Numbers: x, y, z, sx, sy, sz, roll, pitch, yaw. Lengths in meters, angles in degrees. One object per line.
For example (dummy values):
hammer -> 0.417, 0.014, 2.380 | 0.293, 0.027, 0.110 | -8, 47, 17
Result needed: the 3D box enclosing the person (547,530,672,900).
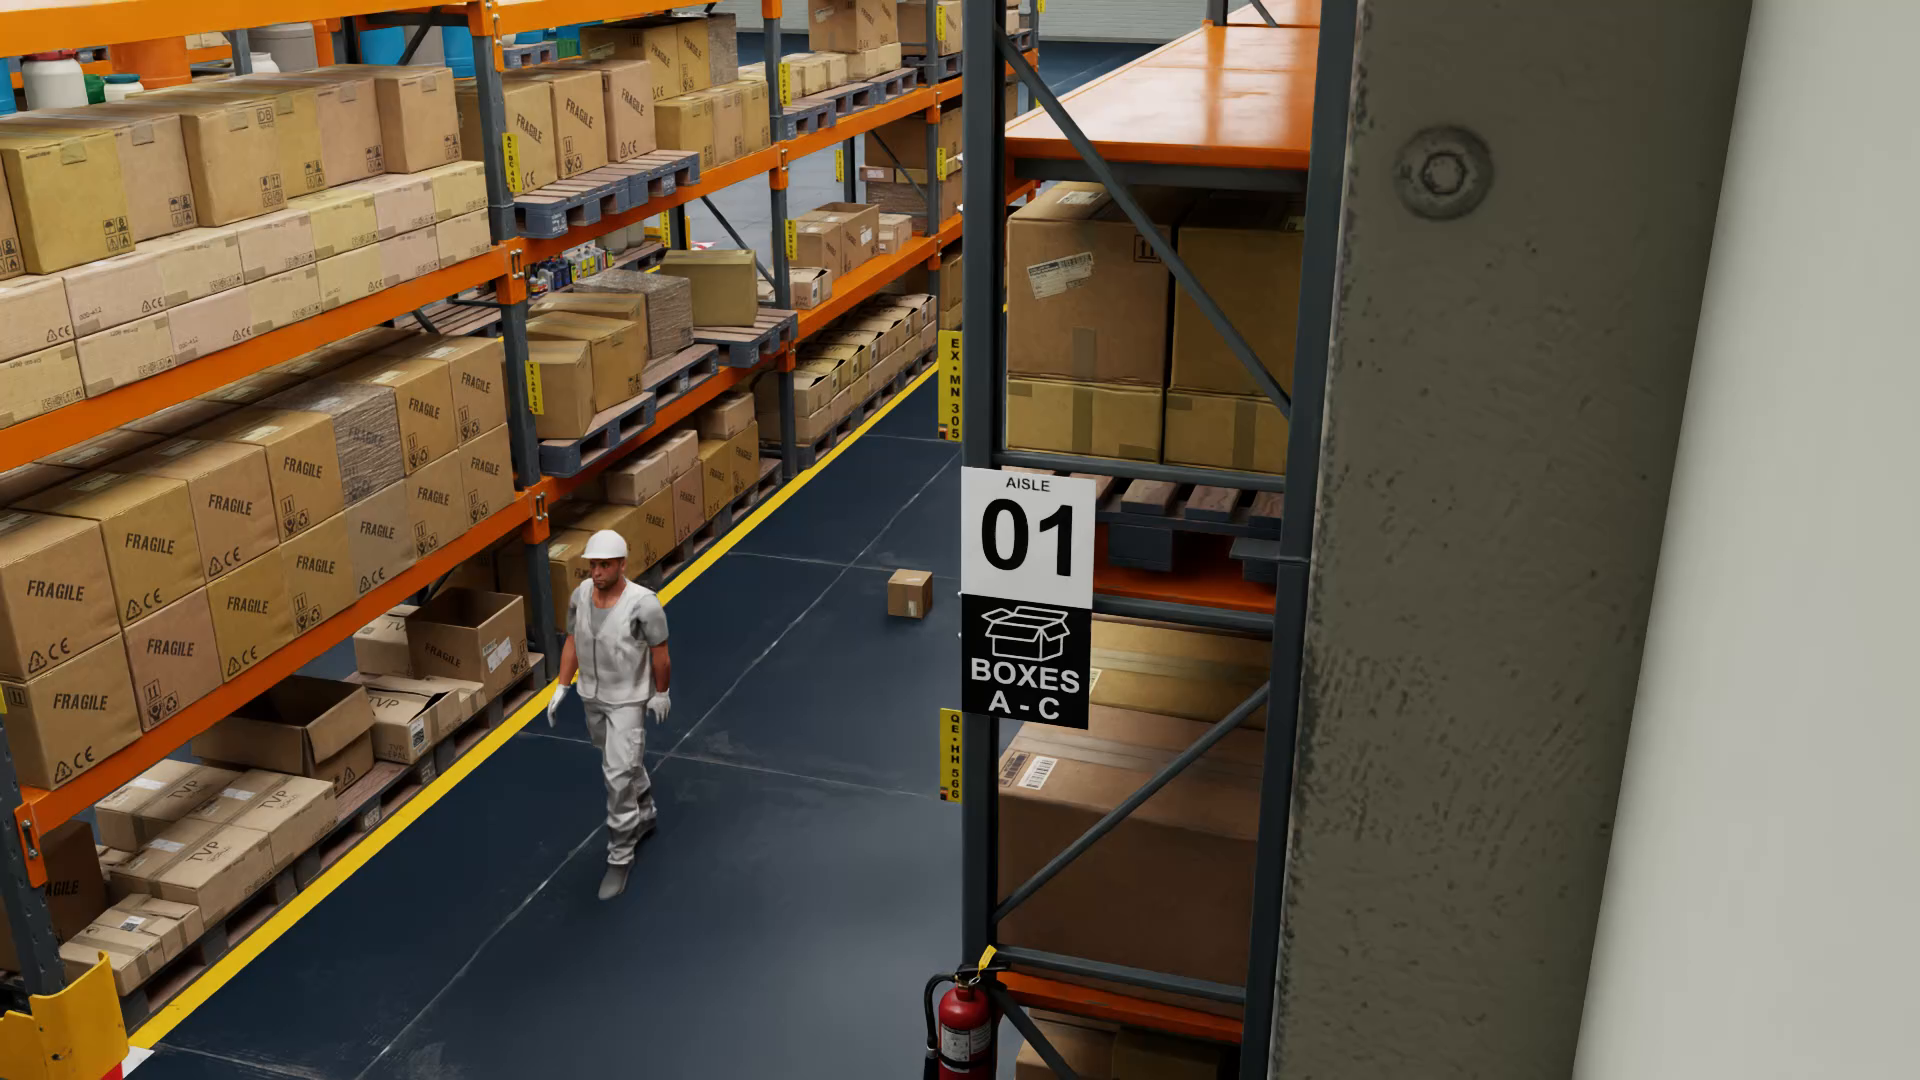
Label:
person -> -1.782, 0.844, 8.350 | 0.539, 1.833, 0.686 | 11, 24, 25
